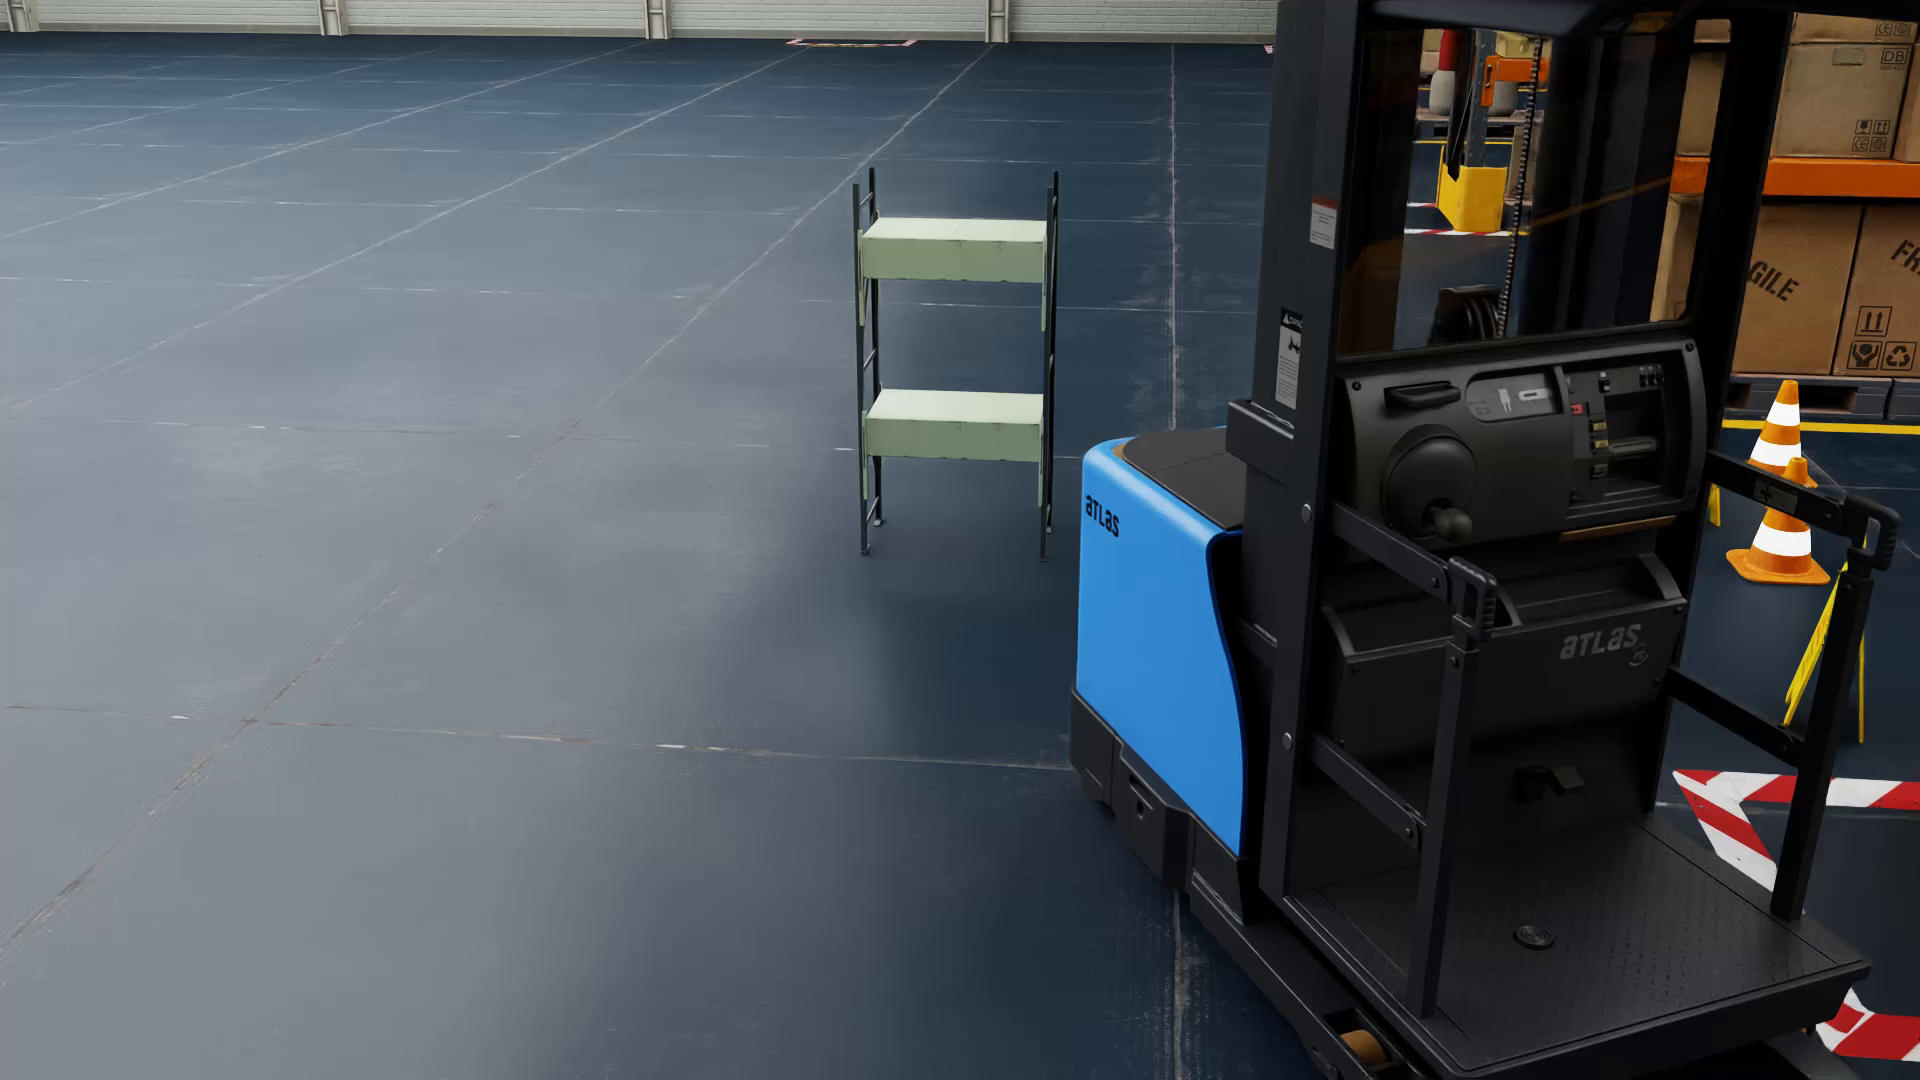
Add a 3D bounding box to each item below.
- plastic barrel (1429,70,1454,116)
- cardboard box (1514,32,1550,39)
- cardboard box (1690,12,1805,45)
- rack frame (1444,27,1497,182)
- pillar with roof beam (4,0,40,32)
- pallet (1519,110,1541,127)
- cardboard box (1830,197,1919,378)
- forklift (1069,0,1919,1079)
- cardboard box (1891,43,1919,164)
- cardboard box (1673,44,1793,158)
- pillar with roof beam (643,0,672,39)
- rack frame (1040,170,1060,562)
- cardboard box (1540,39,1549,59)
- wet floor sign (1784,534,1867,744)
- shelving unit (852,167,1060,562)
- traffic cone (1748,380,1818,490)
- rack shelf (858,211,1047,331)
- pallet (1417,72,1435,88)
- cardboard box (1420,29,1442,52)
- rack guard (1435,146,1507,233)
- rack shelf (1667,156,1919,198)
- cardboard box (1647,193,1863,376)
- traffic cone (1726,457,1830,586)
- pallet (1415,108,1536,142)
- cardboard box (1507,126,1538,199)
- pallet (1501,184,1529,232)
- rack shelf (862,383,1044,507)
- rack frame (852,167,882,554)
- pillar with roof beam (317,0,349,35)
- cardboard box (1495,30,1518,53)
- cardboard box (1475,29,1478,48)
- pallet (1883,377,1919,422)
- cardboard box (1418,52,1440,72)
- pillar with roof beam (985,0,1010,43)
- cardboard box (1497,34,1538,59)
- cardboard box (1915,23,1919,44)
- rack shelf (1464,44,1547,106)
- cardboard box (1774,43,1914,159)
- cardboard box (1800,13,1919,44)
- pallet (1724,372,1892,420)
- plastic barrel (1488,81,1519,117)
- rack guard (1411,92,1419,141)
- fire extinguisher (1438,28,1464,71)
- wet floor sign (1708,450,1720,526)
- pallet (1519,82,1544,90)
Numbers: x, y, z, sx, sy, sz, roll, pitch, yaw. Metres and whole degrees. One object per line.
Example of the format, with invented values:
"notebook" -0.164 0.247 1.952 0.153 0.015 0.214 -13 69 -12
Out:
"plastic barrel" 5.306 -4.872 17.996 0.421 0.512 0.421 0 22 0
"cardboard box" 4.604 -4.177 12.885 0.500 0.500 0.875 2 22 6
"cardboard box" 3.741 -2.761 8.172 0.550 0.550 0.875 2 22 6
"rack frame" 4.061 -4.026 13.044 0.127 3.000 1.000 2 22 6
"pillar with roof beam" -17.733 -11.994 25.037 0.400 9.000 9.100 2 22 6
"pallet" 6.739 -4.461 17.936 1.213 0.211 1.003 2 22 6
"cardboard box" 4.932 -1.384 8.680 0.875 0.875 0.875 2 22 5
"forklift" 1.327 -0.200 3.459 1.130 2.935 3.031 -8 23 -19
"cardboard box" 4.841 -2.204 8.230 0.550 0.550 0.875 2 22 6
"cardboard box" 3.751 -2.290 8.448 0.550 0.550 0.875 2 22 6
"pillar with roof beam" -5.816 -11.474 23.724 0.400 9.000 9.100 2 22 6
"rack frame" 0.357 -0.682 6.625 0.023 1.500 0.400 2 22 6
"cardboard box" 4.562 -3.792 12.793 0.250 0.149 0.380 2 22 6
"wet floor sign" 2.832 0.288 5.334 0.232 0.644 0.267 11 24 25
"shelving unit" -0.007 -0.698 6.665 0.755 1.500 0.431 2 22 6
"traffic cone" 3.737 -0.498 7.571 0.334 0.463 0.336 2 22 6
"rack shelf" -0.007 -1.061 6.521 0.720 0.370 0.431 2 22 6
"pallet" 5.995 -6.328 22.659 1.213 0.211 1.003 2 22 6
"cardboard box" 6.234 -6.783 22.165 0.500 0.500 0.500 2 22 6
"rack guard" 4.136 -2.860 13.495 0.348 0.500 1.175 2 22 6
"rack shelf" 5.363 -1.798 8.387 4.000 0.370 1.077 2 22 6
"cardboard box" 4.058 -1.422 8.774 0.875 0.875 0.875 3 22 7
"traffic cone" 3.267 -0.101 6.565 0.334 0.463 0.336 2 22 6
"pallet" 5.531 -4.514 18.072 1.213 0.211 1.003 2 22 6
"cardboard box" 4.679 -3.026 13.342 0.500 0.500 0.500 7 23 16
"pallet" 4.939 -2.678 13.426 1.213 0.211 1.003 2 22 6
"rack shelf" -0.007 -0.395 6.785 0.720 0.370 0.431 2 22 6
"rack frame" -0.370 -0.714 6.705 0.023 1.500 0.400 2 22 6
"pillar with roof beam" -11.775 -11.734 24.380 0.400 9.000 9.100 2 22 6
"cardboard box" 4.368 -3.972 13.249 0.250 0.149 0.380 2 22 6
"cardboard box" 6.732 -6.766 22.122 0.500 0.500 0.500 2 22 6
"pallet" 5.388 -0.863 8.836 1.213 0.211 1.003 2 22 6
"cardboard box" 6.234 -6.435 22.305 0.500 0.250 0.500 2 22 6
"pillar with roof beam" 0.142 -11.215 23.067 0.400 9.000 9.100 2 22 6
"cardboard box" 4.316 -3.810 12.838 0.250 0.149 0.380 2 22 6
"cardboard box" 4.838 -2.697 8.010 0.550 0.550 0.875 2 22 6
"rack shelf" 6.047 -3.605 12.957 4.000 0.370 1.077 2 22 6
"cardboard box" 4.300 -2.274 8.408 0.550 0.550 0.875 2 22 6
"cardboard box" 4.298 -2.771 8.197 0.550 0.550 0.875 2 22 6
"pallet" 4.180 -0.917 8.972 1.213 0.211 1.003 2 22 6
"plastic barrel" 5.804 -4.850 17.942 0.421 0.512 0.421 0 22 0
"rack guard" 4.725 -4.686 18.112 0.348 0.500 1.175 2 22 6
"fire extinguisher" 4.002 -4.163 13.496 0.183 0.674 0.296 2 22 6
"wet floor sign" 3.115 -0.403 7.082 0.232 0.644 0.267 -1 22 -3
"pallet" 7.203 -6.275 22.523 1.213 0.211 1.003 2 22 6
